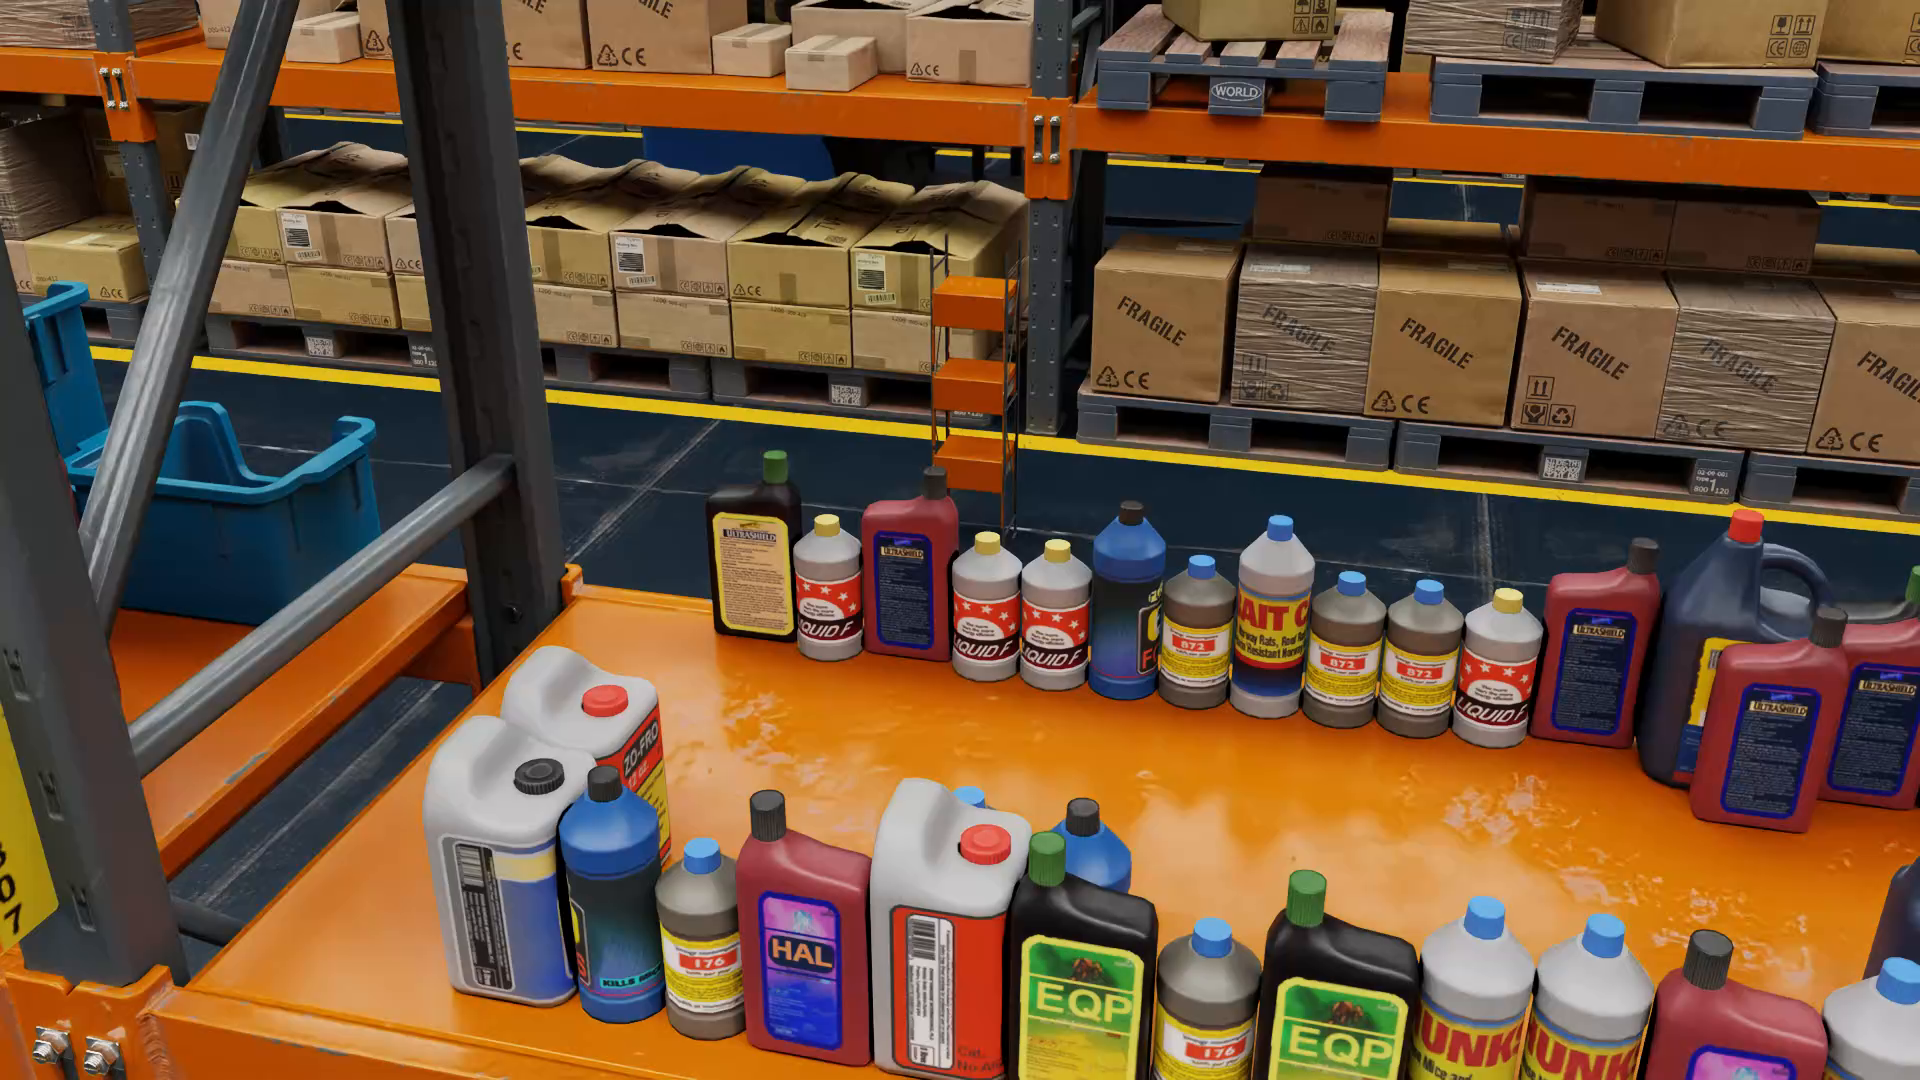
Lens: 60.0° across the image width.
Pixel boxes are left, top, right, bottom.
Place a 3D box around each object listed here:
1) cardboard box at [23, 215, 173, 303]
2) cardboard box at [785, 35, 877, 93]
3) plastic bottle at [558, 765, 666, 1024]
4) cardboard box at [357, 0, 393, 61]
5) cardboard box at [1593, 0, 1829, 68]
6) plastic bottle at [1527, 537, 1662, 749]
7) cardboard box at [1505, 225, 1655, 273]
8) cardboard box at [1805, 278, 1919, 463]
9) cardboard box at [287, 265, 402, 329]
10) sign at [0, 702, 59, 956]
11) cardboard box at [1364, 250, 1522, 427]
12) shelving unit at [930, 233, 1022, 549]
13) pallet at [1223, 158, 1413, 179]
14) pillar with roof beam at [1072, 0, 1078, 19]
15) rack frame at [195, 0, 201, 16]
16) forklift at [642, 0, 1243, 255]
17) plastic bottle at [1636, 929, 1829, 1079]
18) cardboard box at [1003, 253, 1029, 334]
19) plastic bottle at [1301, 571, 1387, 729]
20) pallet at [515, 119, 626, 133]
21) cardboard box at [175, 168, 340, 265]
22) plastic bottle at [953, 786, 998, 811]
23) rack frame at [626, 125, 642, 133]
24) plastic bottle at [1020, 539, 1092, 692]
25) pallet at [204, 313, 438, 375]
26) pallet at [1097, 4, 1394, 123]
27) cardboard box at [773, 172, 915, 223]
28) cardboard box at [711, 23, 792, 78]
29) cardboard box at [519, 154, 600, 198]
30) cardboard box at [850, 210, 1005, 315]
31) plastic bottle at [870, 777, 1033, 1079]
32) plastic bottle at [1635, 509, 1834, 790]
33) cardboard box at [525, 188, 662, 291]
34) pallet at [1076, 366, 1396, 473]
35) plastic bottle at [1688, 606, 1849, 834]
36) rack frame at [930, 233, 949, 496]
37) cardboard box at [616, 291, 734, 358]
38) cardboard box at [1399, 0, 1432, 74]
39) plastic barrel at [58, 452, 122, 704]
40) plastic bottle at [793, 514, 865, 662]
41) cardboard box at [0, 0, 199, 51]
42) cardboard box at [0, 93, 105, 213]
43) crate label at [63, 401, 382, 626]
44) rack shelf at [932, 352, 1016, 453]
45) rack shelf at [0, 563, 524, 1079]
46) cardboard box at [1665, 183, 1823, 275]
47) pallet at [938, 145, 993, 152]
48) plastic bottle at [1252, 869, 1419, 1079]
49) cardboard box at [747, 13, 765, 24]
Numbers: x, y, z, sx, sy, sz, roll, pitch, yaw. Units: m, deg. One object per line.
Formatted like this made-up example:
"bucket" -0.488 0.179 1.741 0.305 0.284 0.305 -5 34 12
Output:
"cardboard box" -3.931 -1.310 7.723 0.500 0.250 0.500 6 26 13
"cardboard box" -0.494 -1.843 6.424 0.250 0.149 0.380 6 26 13
"plastic bottle" -0.347 0.349 1.676 0.097 0.271 0.097 0 25 0
"cardboard box" -2.178 -2.303 6.982 0.500 0.500 0.500 8 27 17
"cardboard box" 2.594 -1.945 5.741 0.500 0.500 0.700 0 25 0
"plastic bottle" 0.814 0.127 2.129 0.133 0.283 0.061 6 26 13
"cardboard box" 2.421 -0.934 6.618 0.500 0.500 0.500 5 26 11
"cardboard box" 3.294 -0.607 5.931 0.500 0.500 0.500 6 26 13
"cardboard box" -2.604 -1.150 7.386 0.500 0.250 0.500 7 26 14
"sign" -0.921 0.243 1.561 0.005 0.325 0.100 6 26 13
"cardboard box" 1.809 -0.768 6.270 0.500 0.500 0.500 6 26 12
"shelving unit" 0.052 -0.468 5.512 0.252 1.050 0.215 6 26 13
"pallet" 2.421 -2.663 11.098 1.213 0.211 1.003 6 26 13
"pillar with roof beam" -0.439 -5.454 6.736 0.400 9.000 9.100 6 26 13
"rack frame" -6.072 -4.894 12.541 0.127 3.000 1.000 6 26 13
"forklift" -0.060 -2.807 8.236 3.031 2.935 1.130 5 26 11
"plastic bottle" 0.655 0.463 1.424 0.133 0.283 0.061 6 26 13
"cardboard box" 0.012 -1.102 7.284 0.500 0.250 0.500 6 26 13
"plastic bottle" 0.509 0.139 2.200 0.097 0.201 0.097 0 25 0
"pallet" -2.857 -3.264 12.361 1.213 0.211 1.003 6 26 13
"cardboard box" -3.089 -1.457 7.378 0.500 0.311 0.500 6 26 13
"plastic bottle" 0.009 0.353 1.750 0.097 0.201 0.097 0 25 0
"rack frame" -2.198 -4.466 11.641 0.127 3.000 1.000 6 26 13
"plastic bottle" 0.132 0.097 2.288 0.097 0.201 0.097 0 25 0
"pallet" -2.704 -1.082 7.776 1.213 0.211 1.003 6 26 13
"pallet" 1.120 -1.845 6.359 1.003 0.211 1.213 6 26 13
"cardboard box" -0.499 -1.407 7.275 0.500 0.311 0.500 6 26 12
"cardboard box" -0.803 -1.975 6.701 0.250 0.149 0.380 8 27 17
"cardboard box" -1.976 -1.573 7.623 0.500 0.311 0.500 6 26 13
"cardboard box" -0.122 -1.130 6.692 0.500 0.311 0.500 7 26 14
"plastic bottle" -0.004 0.373 1.621 0.135 0.276 0.152 6 26 13
"plastic bottle" 0.958 0.131 2.042 0.185 0.351 0.144 6 26 13
"cardboard box" -1.600 -1.293 7.033 0.500 0.311 0.500 7 26 14
"pallet" 1.160 -0.620 6.808 1.213 0.211 1.003 6 26 13
"plastic bottle" 0.957 0.207 1.961 0.133 0.283 0.061 6 26 13
"rack frame" -0.066 -0.481 5.540 0.008 1.050 0.200 6 26 13
"cardboard box" -1.110 -0.987 7.043 0.500 0.250 0.500 7 26 14
"cardboard box" 3.203 -3.027 10.631 0.750 0.750 0.750 6 26 13
"plastic barrel" -1.316 0.102 1.889 0.708 0.536 0.600 6 26 13
"plastic bottle" -0.186 0.062 2.361 0.097 0.201 0.097 0 25 0
"cardboard box" -3.859 -2.493 7.381 0.500 0.500 0.700 6 26 12
"cardboard box" -4.285 -1.920 8.132 0.500 0.500 0.500 6 26 13
"crate label" -1.106 -0.039 2.537 0.416 0.233 0.303 6 26 13
"rack shelf" 0.052 -0.459 5.517 0.240 0.259 0.215 6 26 13
"rack shelf" -2.728 0.197 2.683 4.000 0.370 1.077 6 26 13
"cardboard box" 2.944 -1.216 6.338 0.500 0.250 0.500 6 26 13
"pallet" -0.258 -2.995 11.794 1.213 0.211 1.003 6 26 13
"plastic bottle" 0.338 0.428 1.498 0.133 0.283 0.061 6 26 13
"cardboard box" -1.481 -3.464 11.933 0.500 0.500 0.700 7 26 15
